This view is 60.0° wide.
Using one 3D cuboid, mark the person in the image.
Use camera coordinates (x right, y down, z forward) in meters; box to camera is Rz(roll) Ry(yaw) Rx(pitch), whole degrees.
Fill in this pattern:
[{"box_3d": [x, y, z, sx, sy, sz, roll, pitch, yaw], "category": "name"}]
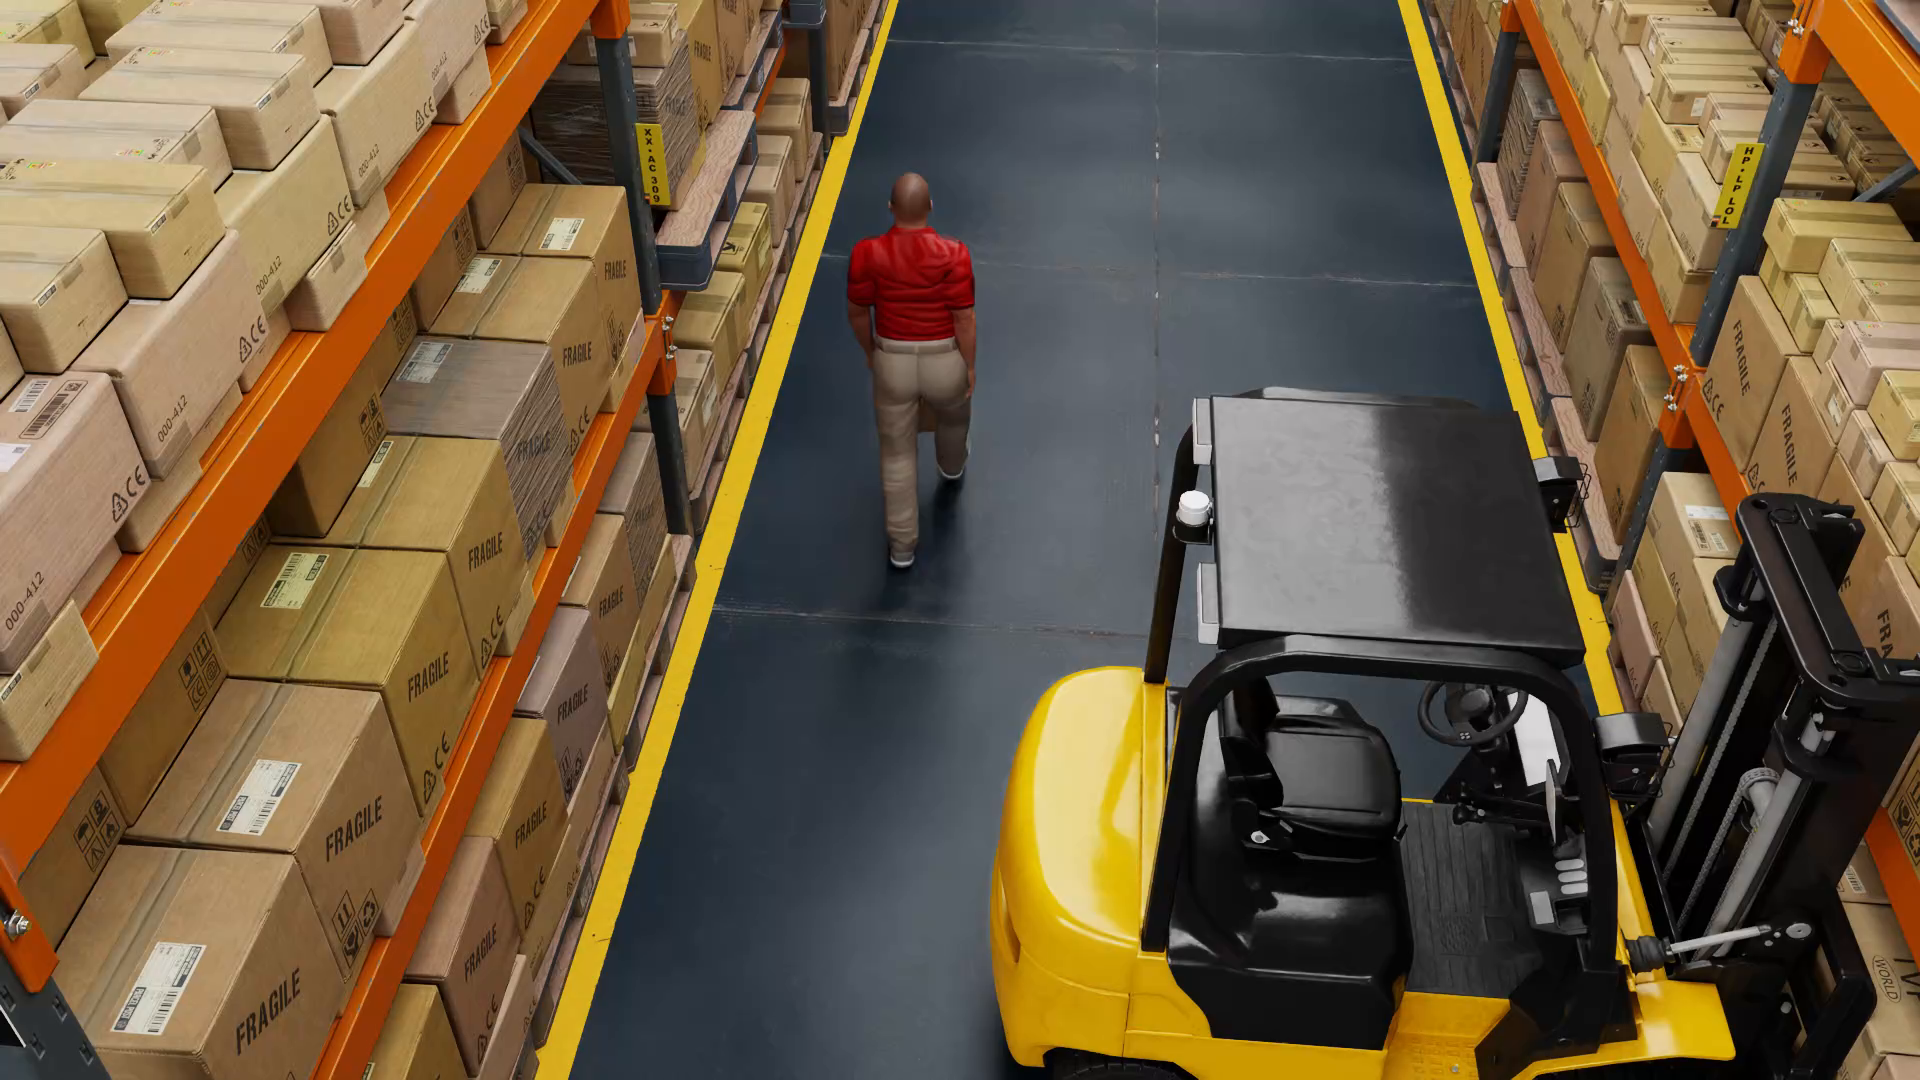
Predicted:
[{"box_3d": [-0.196, -0.813, 7.144, 0.542, 1.688, 0.944, 1, 40, 2], "category": "person"}]
